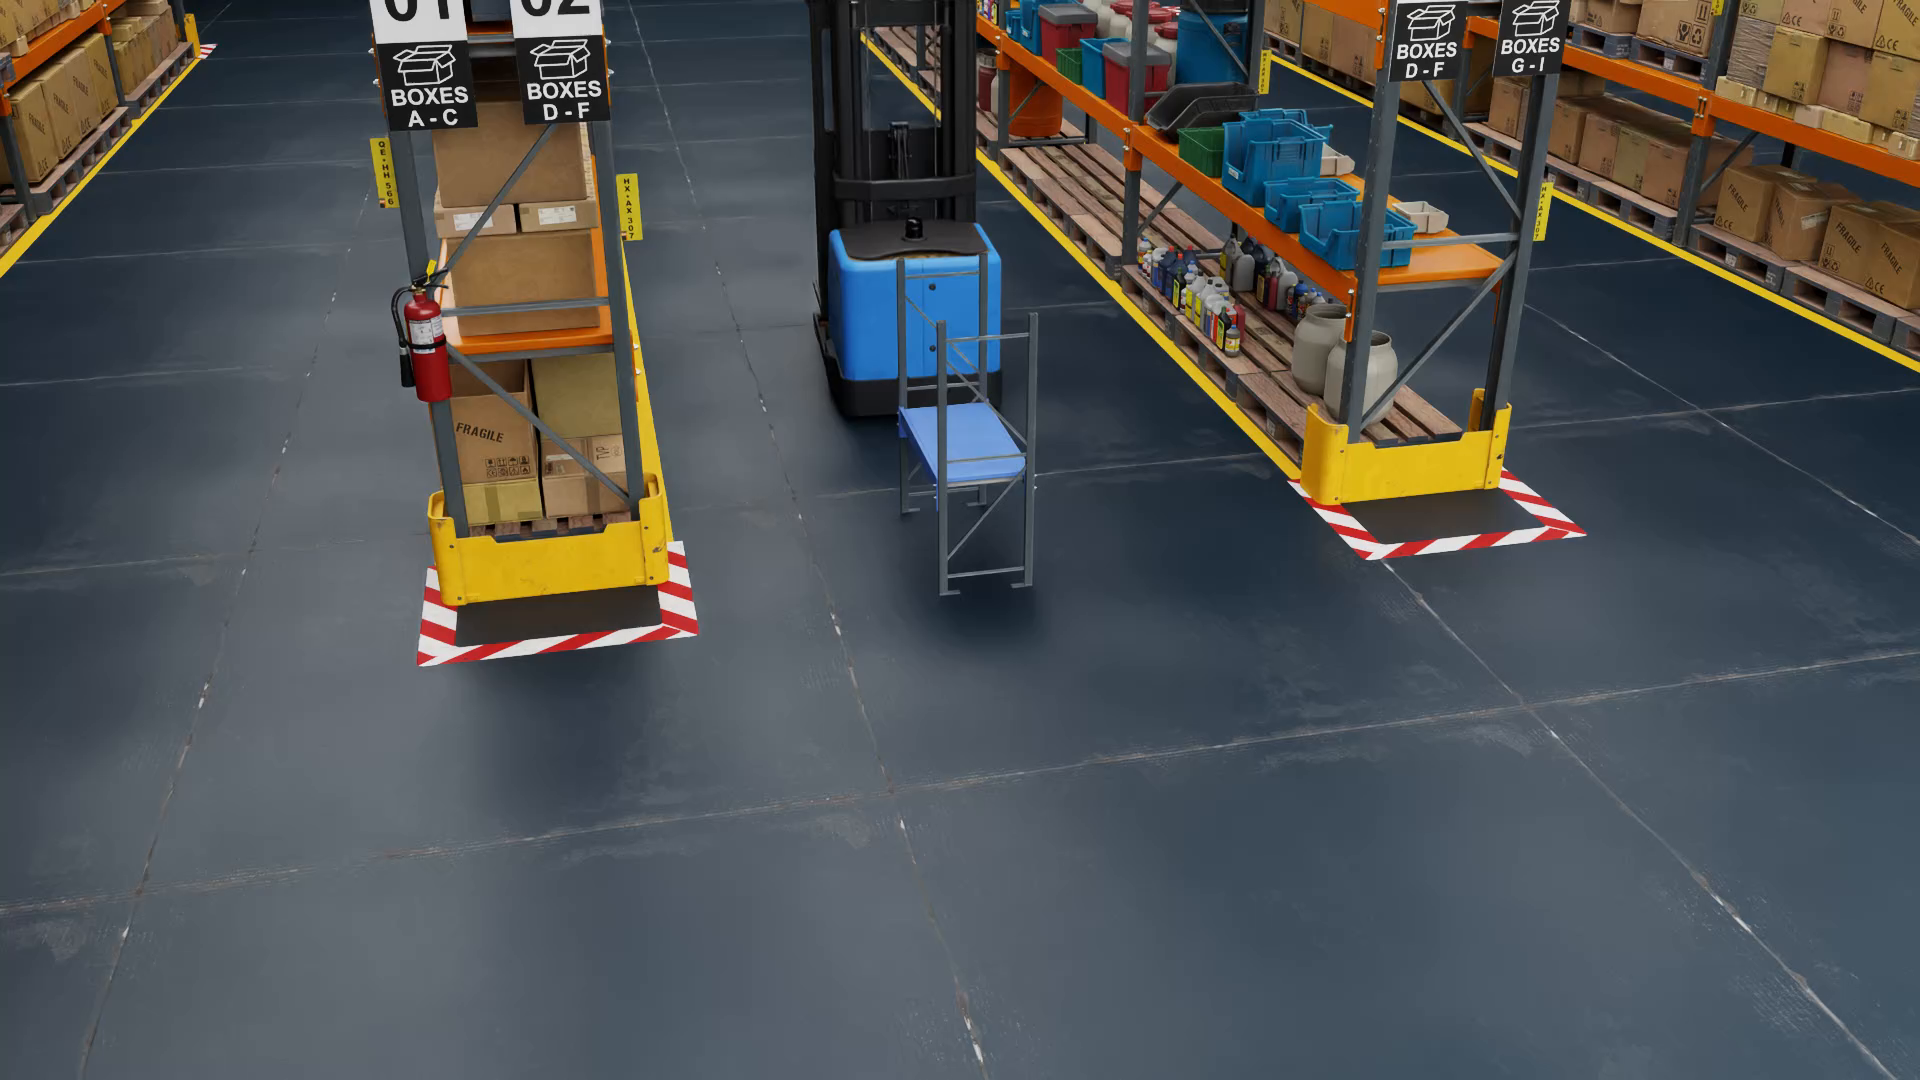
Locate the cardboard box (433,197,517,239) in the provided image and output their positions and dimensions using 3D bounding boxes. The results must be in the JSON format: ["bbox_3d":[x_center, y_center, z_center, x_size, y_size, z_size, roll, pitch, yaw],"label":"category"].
[{"bbox_3d":[-2.418,-1.621,8.302,0.380,0.149,0.250,-6,27,-12],"label":"cardboard box"}]

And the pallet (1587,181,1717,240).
[{"bbox_3d":[6.427,-2.996,14.951,1.003,0.211,1.213,-6,27,-12],"label":"pallet"}]

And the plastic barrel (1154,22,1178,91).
[{"bbox_3d":[1.777,-3.899,13.495,0.433,0.535,0.433,0,27,0],"label":"plastic barrel"}]

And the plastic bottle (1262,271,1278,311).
[{"bbox_3d":[2.250,-1.817,12.048,0.061,0.283,0.133,-6,27,-12],"label":"plastic bottle"}]

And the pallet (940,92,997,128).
[{"bbox_3d":[0.388,-4.784,18.493,1.003,0.211,1.213,-6,27,-12],"label":"pallet"}]

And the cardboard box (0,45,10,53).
[{"bbox_3d":[-8.672,-4.322,14.741,0.380,0.149,0.250,-6,27,-11],"label":"cardboard box"}]

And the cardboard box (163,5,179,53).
[{"bbox_3d":[-10.323,-6.432,20.973,0.700,0.500,0.500,-6,27,-12],"label":"cardboard box"}]

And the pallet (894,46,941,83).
[{"bbox_3d":[-0.228,-5.982,20.868,1.003,0.211,1.213,-6,27,-12],"label":"pallet"}]

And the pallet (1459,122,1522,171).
[{"bbox_3d":[5.877,-4.067,17.073,1.003,0.211,1.213,-6,27,-12],"label":"pallet"}]

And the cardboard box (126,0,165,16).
[{"bbox_3d":[-10.058,-6.572,20.530,0.380,0.149,0.250,-5,27,-10],"label":"cardboard box"}]

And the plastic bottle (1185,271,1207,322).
[{"bbox_3d":[1.695,-1.744,11.828,0.144,0.351,0.185,-6,27,-12],"label":"plastic bottle"}]

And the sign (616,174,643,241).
[{"bbox_3d":[-1.605,-1.614,8.071,0.100,0.325,0.005,-6,27,-12],"label":"sign"}]

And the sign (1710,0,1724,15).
[{"bbox_3d":[6.064,-4.358,13.270,0.100,0.325,0.005,-6,27,-12],"label":"sign"}]

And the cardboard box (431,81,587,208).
[{"bbox_3d":[-2.251,-1.992,8.317,0.700,0.500,0.500,-6,27,-11],"label":"cardboard box"}]

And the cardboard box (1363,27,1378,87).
[{"bbox_3d":[5.374,-5.591,18.890,1.225,0.875,0.875,-6,27,-11],"label":"cardboard box"}]

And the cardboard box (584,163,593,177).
[{"bbox_3d":[-2.142,-1.892,8.839,0.380,0.149,0.250,-6,27,-11],"label":"cardboard box"}]

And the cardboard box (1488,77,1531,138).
[{"bbox_3d":[5.873,-4.443,17.010,0.700,0.500,0.500,-7,28,-14],"label":"cardboard box"}]

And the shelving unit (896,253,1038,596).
[{"bbox_3d":[0.019,-0.632,8.838,0.538,1.500,1.048,-6,27,-12],"label":"shelving unit"}]

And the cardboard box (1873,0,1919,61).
[{"bbox_3d":[6.808,-3.642,11.586,0.500,0.500,0.500,-6,27,-12],"label":"cardboard box"}]

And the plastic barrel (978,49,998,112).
[{"bbox_3d":[0.496,-4.972,17.981,0.600,0.588,0.708,-6,27,-12],"label":"plastic barrel"}]

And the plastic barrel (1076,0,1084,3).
[{"bbox_3d":[1.277,-5.040,15.755,0.600,0.536,0.708,-6,27,-12],"label":"plastic barrel"}]

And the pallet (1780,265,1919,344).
[{"bbox_3d":[7.068,-1.826,12.634,1.003,0.211,1.213,-6,27,-12],"label":"pallet"}]

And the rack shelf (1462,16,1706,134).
[{"bbox_3d":[6.154,-4.456,15.547,1.077,0.370,4.000,-6,27,-12],"label":"rack shelf"}]

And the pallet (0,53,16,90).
[{"bbox_3d":[-8.511,-3.758,13.580,1.213,0.211,1.003,-6,27,-12],"label":"pallet"}]

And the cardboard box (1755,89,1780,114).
[{"bbox_3d":[6.487,-3.444,13.023,0.380,0.149,0.250,-6,27,-12],"label":"cardboard box"}]

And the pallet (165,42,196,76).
[{"bbox_3d":[-10.321,-6.070,21.042,1.003,0.211,1.213,-6,27,-12],"label":"pallet"}]

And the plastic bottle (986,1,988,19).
[{"bbox_3d":[0.310,-5.351,16.744,0.097,0.201,0.097,0,27,0],"label":"plastic bottle"}]

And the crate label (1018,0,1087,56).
[{"bbox_3d":[0.838,-4.704,15.202,0.502,0.435,0.616,-6,27,-12],"label":"crate label"}]

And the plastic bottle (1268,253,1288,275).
[{"bbox_3d":[2.321,-1.930,12.197,0.144,0.351,0.185,-6,27,-12],"label":"plastic bottle"}]

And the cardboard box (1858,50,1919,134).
[{"bbox_3d":[7.007,-3.217,11.853,0.875,0.500,0.500,-6,27,-12],"label":"cardboard box"}]

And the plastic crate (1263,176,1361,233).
[{"bbox_3d":[2.135,-2.049,10.145,0.499,0.251,0.408,-6,27,-12],"label":"plastic crate"}]

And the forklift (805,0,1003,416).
[{"bbox_3d":[-0.473,-2.741,11.429,1.130,2.935,3.031,-4,27,-8],"label":"forklift"}]

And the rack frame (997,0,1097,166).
[{"bbox_3d":[0.877,-5.152,16.128,1.000,3.000,0.127,-6,27,-12],"label":"rack frame"}]

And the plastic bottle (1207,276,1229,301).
[{"bbox_3d":[1.833,-1.737,11.896,0.152,0.276,0.135,-6,27,-12],"label":"plastic bottle"}]

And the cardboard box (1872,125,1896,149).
[{"bbox_3d":[6.811,-2.900,11.945,0.380,0.149,0.250,-6,27,-12],"label":"cardboard box"}]

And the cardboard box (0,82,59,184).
[{"bbox_3d":[-8.813,-3.710,15.191,0.750,0.750,0.750,-6,27,-12],"label":"cardboard box"}]

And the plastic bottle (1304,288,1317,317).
[{"bbox_3d":[2.475,-1.640,11.711,0.097,0.271,0.097,0,27,0],"label":"plastic bottle"}]

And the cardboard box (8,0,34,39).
[{"bbox_3d":[-8.744,-4.802,14.973,0.500,0.500,0.500,-5,27,-10],"label":"cardboard box"}]

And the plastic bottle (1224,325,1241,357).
[{"bbox_3d":[1.839,-1.349,11.211,0.097,0.201,0.097,0,27,0],"label":"plastic bottle"}]

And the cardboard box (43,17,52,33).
[{"bbox_3d":[-9.032,-4.999,16.082,0.380,0.149,0.250,-5,27,-10],"label":"cardboard box"}]

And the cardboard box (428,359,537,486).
[{"bbox_3d":[-2.557,-0.639,8.940,0.500,0.500,0.500,-6,27,-12],"label":"cardboard box"}]

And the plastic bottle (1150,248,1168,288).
[{"bbox_3d":[1.523,-2.053,12.523,0.152,0.276,0.135,-5,27,-10],"label":"plastic bottle"}]

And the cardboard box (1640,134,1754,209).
[{"bbox_3d":[6.487,-3.251,14.648,0.700,0.500,0.500,-8,28,-16],"label":"cardboard box"}]

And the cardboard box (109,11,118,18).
[{"bbox_3d":[-10.258,-6.200,19.793,0.380,0.149,0.250,-6,27,-11],"label":"cardboard box"}]

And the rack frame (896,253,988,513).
[{"bbox_3d":[-0.095,-0.855,9.280,0.500,1.500,0.032,-6,27,-12],"label":"rack frame"}]

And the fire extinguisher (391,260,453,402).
[{"bbox_3d":[-2.573,-1.005,7.998,0.296,0.674,0.183,-6,27,-12],"label":"fire extinguisher"}]

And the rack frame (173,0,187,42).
[{"bbox_3d":[-10.578,-7.658,21.093,1.000,3.000,0.127,-6,27,-12],"label":"rack frame"}]

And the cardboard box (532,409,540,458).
[{"bbox_3d":[-2.680,-0.522,9.541,0.500,0.250,0.500,-6,27,-12],"label":"cardboard box"}]

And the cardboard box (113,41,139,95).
[{"bbox_3d":[-9.745,-5.312,18.754,0.700,0.500,0.500,-6,27,-11],"label":"cardboard box"}]

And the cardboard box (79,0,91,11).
[{"bbox_3d":[-9.244,-5.571,17.215,0.380,0.149,0.250,-5,27,-11],"label":"cardboard box"}]

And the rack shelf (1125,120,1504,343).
[{"bbox_3d":[2.229,-2.197,11.072,1.077,0.370,4.000,-6,27,-12],"label":"rack shelf"}]

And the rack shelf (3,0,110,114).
[{"bbox_3d":[-9.226,-4.703,16.037,1.077,0.370,4.000,-6,27,-12],"label":"rack shelf"}]
